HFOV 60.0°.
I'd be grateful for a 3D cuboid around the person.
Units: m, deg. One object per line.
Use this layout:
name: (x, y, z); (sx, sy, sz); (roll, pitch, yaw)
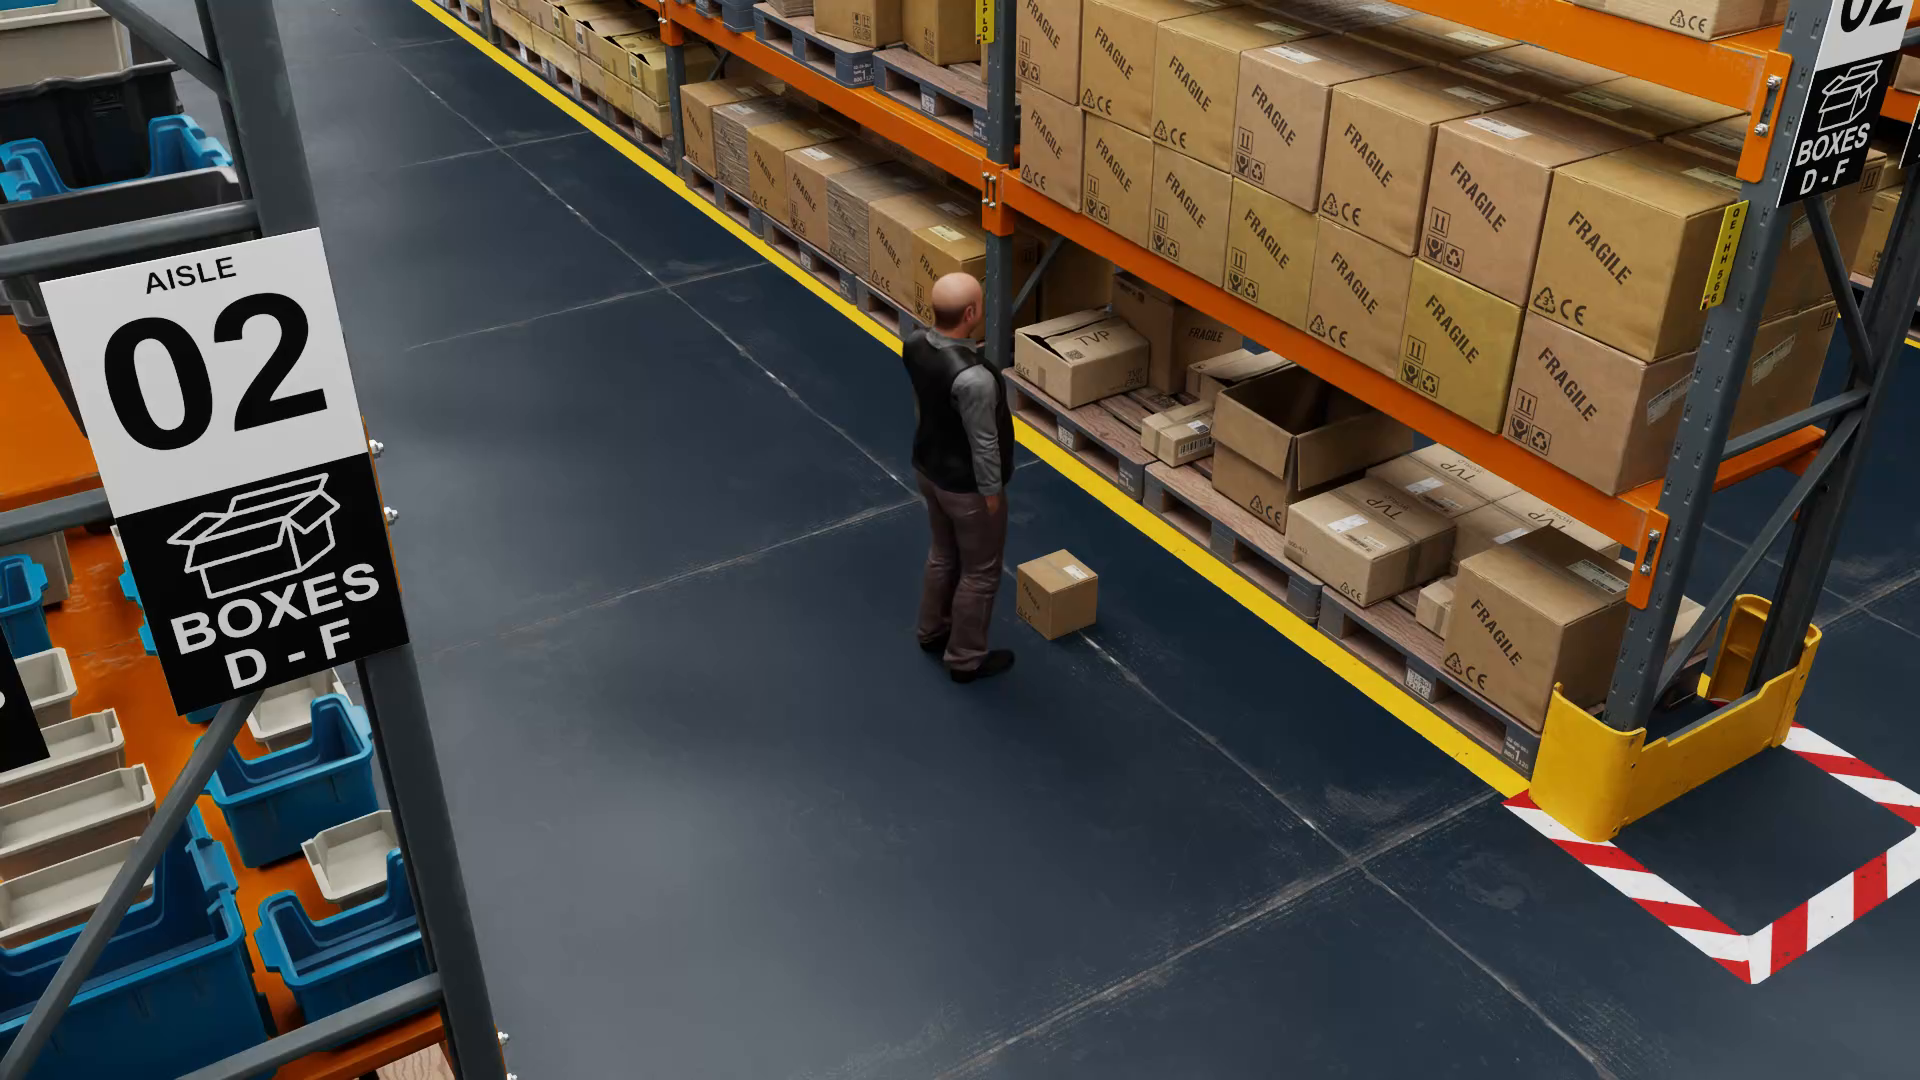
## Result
person: (0.004, -0.252, 6.569); (0.360, 1.721, 0.533); (-18, 37, -26)
